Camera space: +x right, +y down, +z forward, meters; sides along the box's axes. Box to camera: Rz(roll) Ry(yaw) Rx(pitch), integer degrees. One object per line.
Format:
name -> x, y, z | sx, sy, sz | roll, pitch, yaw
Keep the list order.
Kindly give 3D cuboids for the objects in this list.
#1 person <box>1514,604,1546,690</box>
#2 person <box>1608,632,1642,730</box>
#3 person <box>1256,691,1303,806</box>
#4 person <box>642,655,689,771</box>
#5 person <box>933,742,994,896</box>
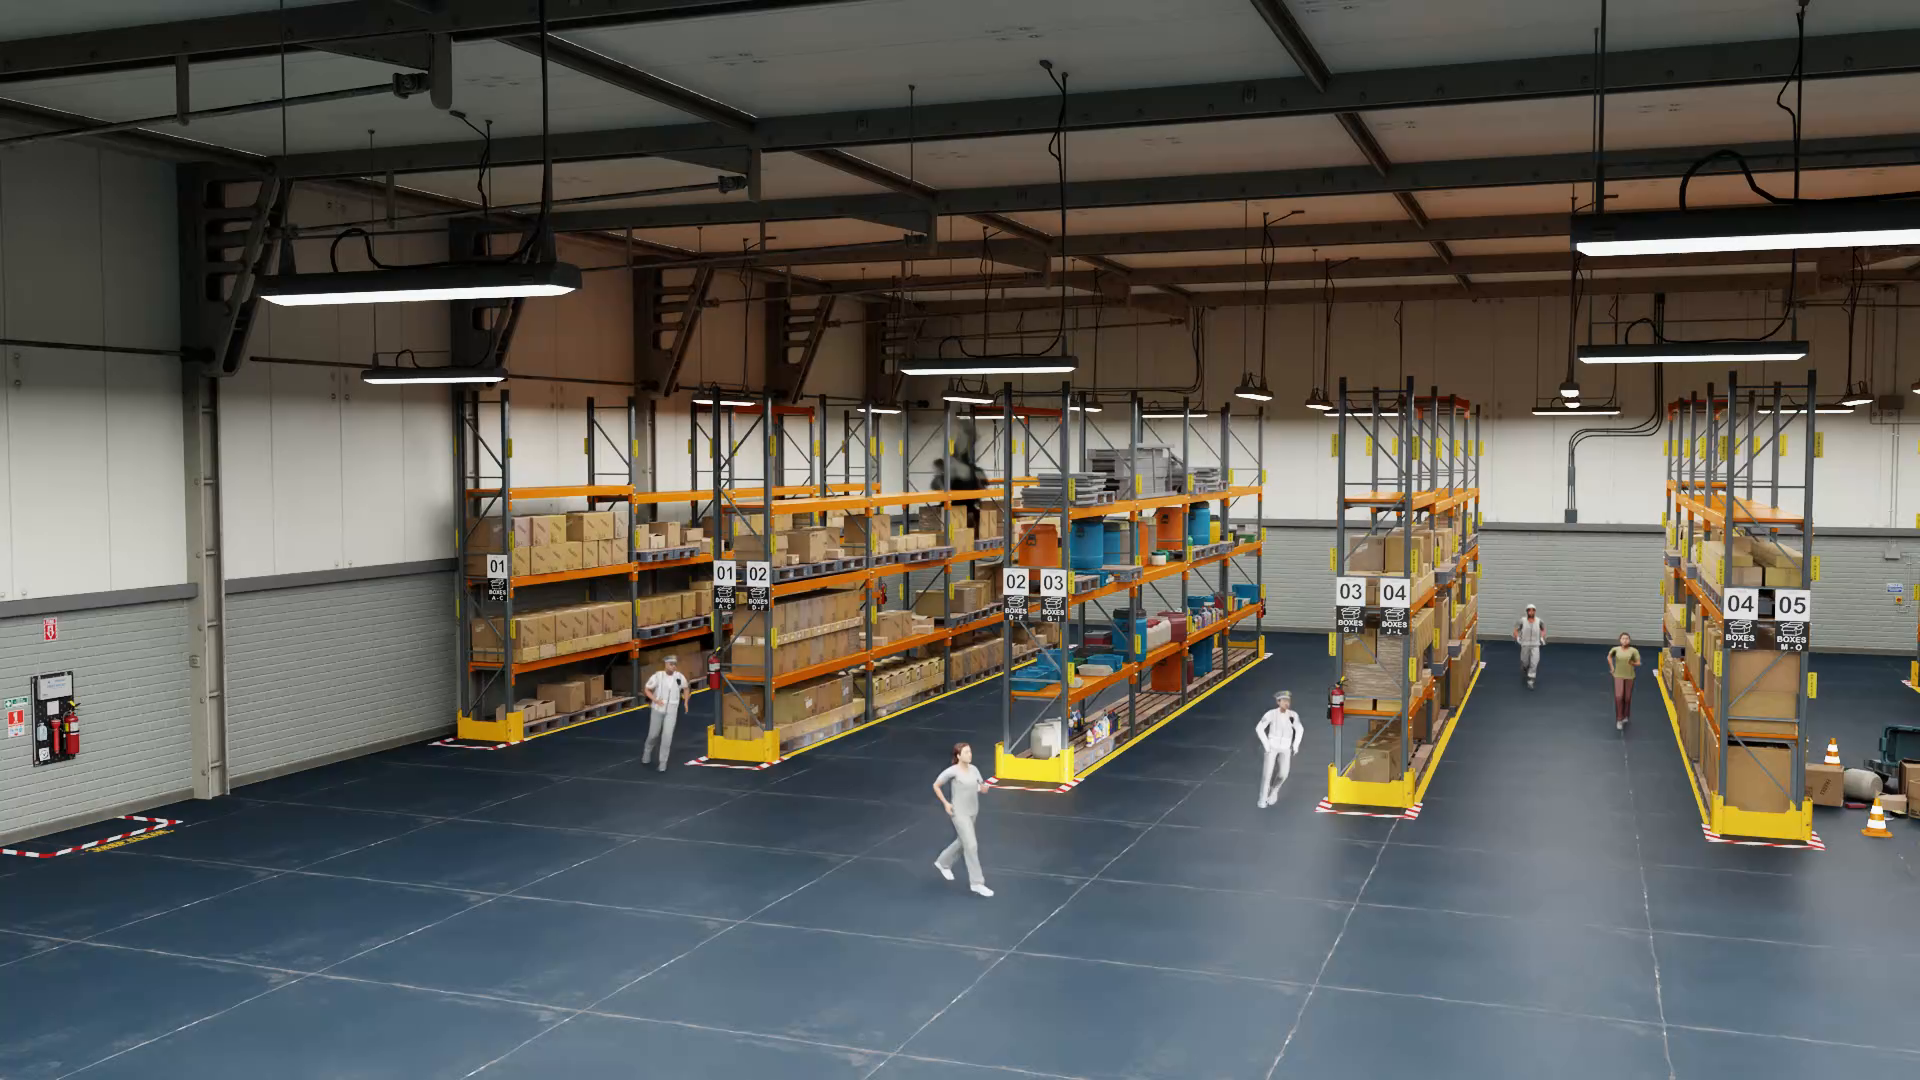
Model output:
person -> 11.925, 2.219, 34.773 | 0.655, 1.762, 0.823 | 1, 3, 13
person -> 11.923, 2.513, 29.842 | 0.561, 1.717, 0.731 | 1, 3, 19
person -> 4.459, 2.909, 23.145 | 0.675, 1.633, 0.533 | 0, 3, 3
person -> -4.594, 2.679, 26.121 | 0.735, 1.760, 0.901 | -1, 3, -18
person -> 0.038, 3.105, 18.759 | 0.960, 1.665, 0.560 | 3, 4, 42
